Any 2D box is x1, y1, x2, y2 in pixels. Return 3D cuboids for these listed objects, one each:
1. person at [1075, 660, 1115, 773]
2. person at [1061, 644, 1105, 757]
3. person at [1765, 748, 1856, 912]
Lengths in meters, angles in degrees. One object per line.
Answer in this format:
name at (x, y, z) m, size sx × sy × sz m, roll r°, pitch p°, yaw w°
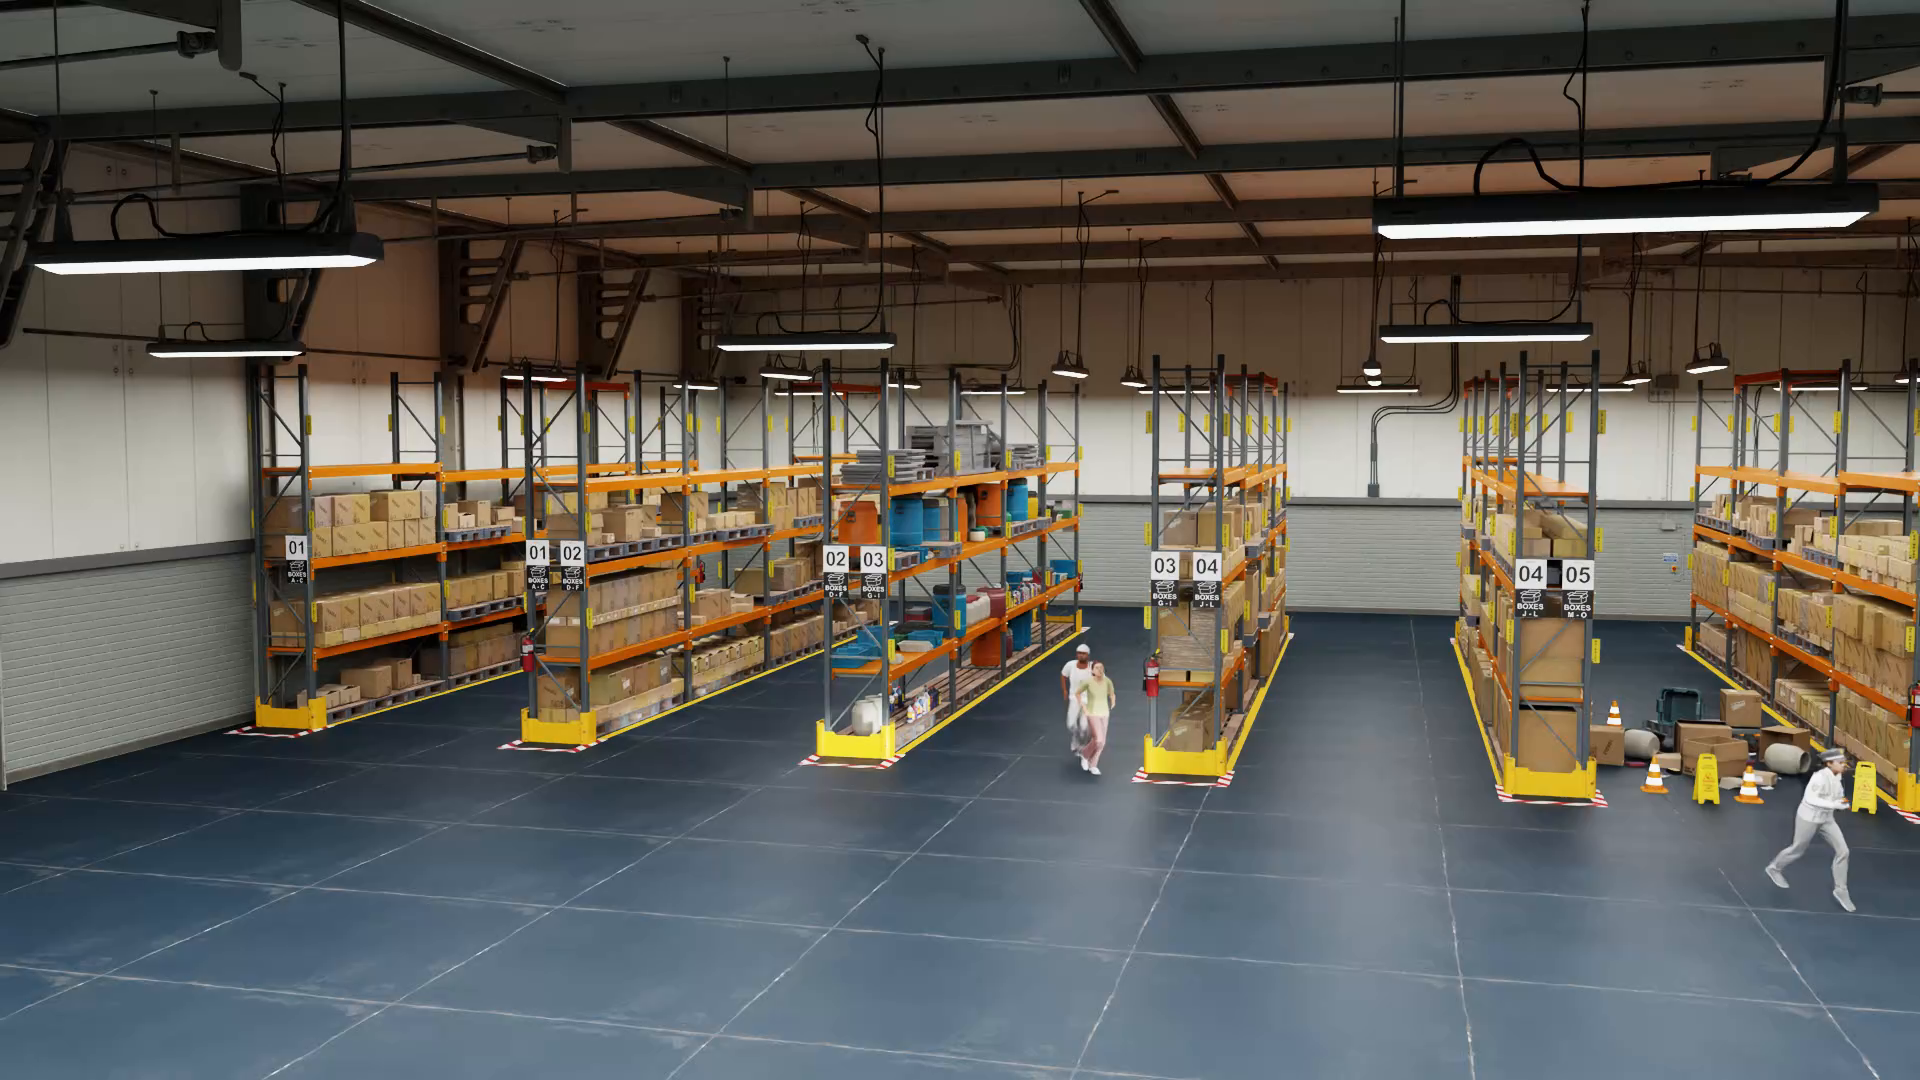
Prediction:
person at (1.994, 2.538, 23.843) m, size 0.564 × 1.637 × 0.537 m, roll -1°, pitch 4°, yaw -20°
person at (1.824, 2.418, 24.972) m, size 0.705 × 1.716 × 0.564 m, roll 1°, pitch 4°, yaw 14°
person at (8.953, 2.975, 17.483) m, size 0.612 × 1.695 × 0.992 m, roll -2°, pitch 4°, yaw -27°
